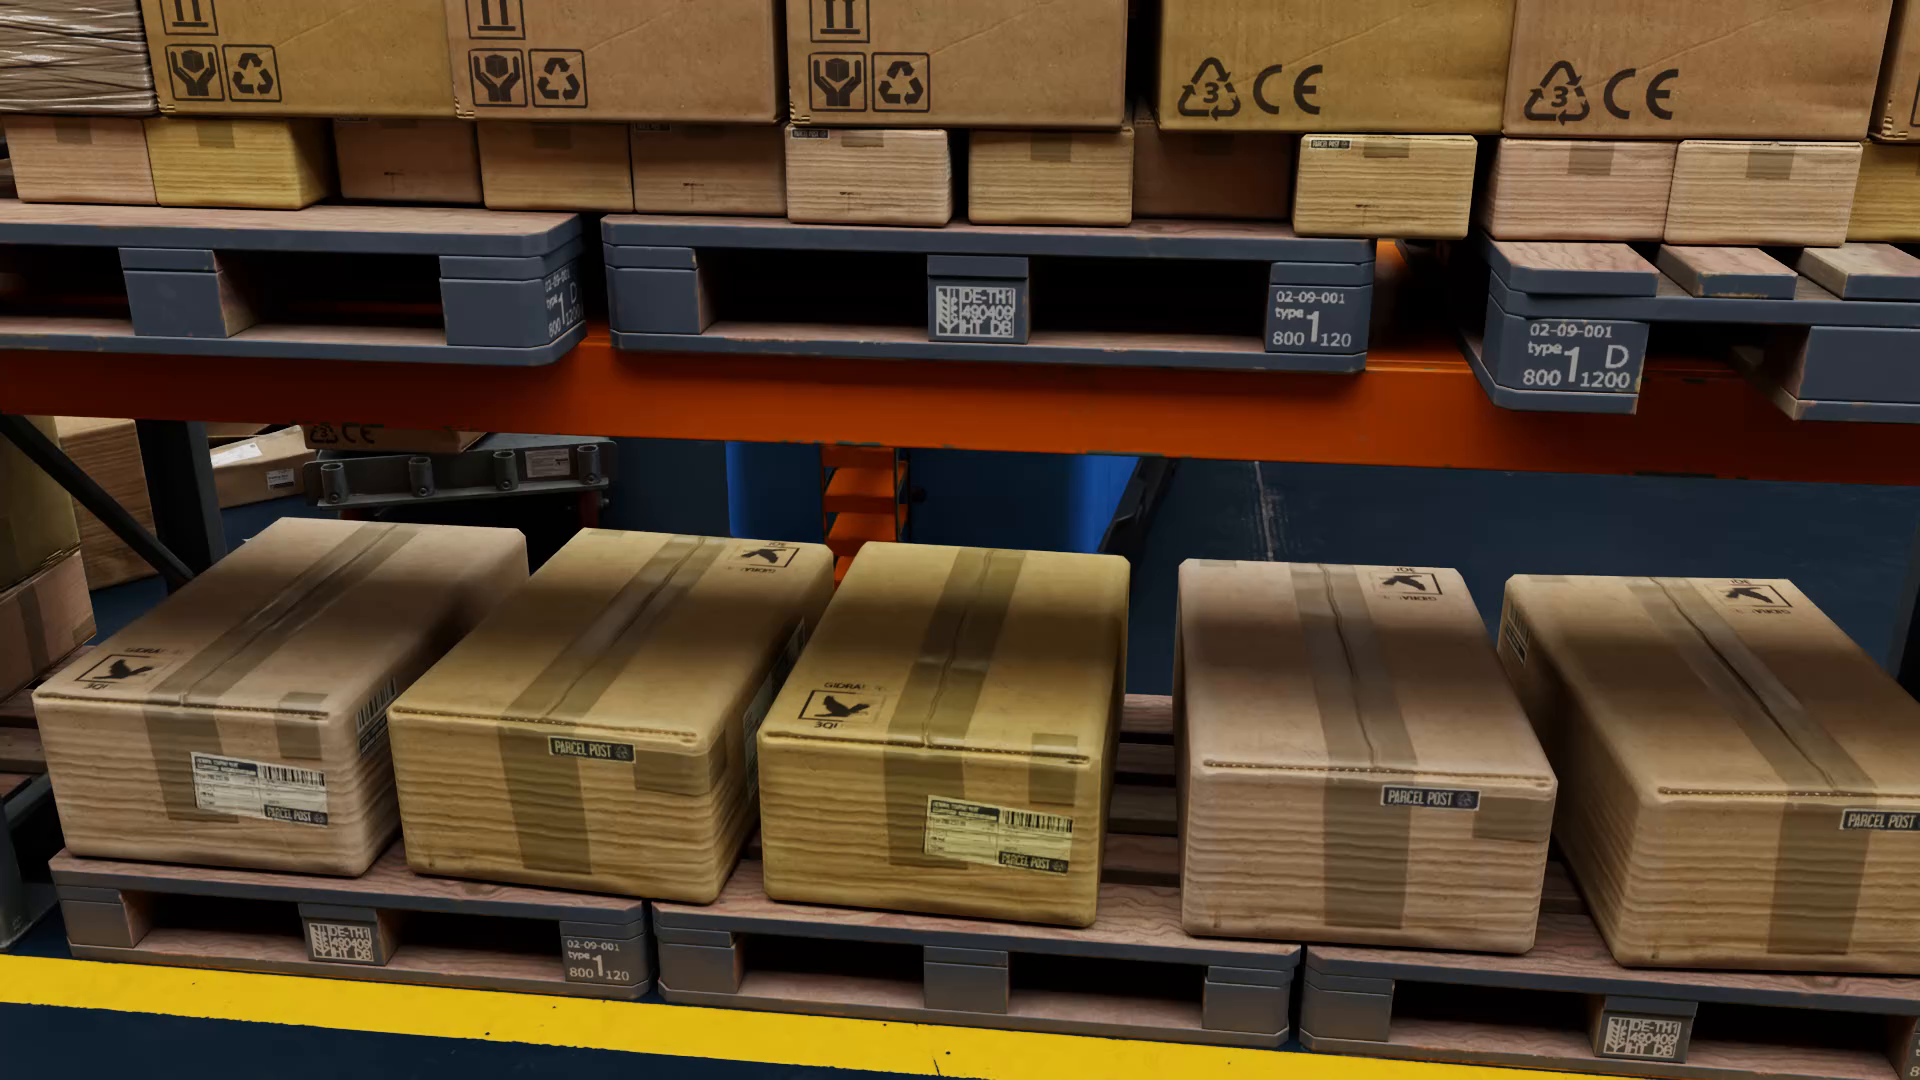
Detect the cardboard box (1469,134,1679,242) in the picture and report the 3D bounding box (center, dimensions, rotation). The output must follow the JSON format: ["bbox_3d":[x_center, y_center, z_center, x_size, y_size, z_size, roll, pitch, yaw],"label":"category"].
[{"bbox_3d":[0.922,-0.577,2.589,0.250,0.149,0.380,1,22,4],"label":"cardboard box"}]

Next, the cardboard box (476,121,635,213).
[{"bbox_3d":[-0.618,-0.664,2.810,0.250,0.149,0.380,3,22,7],"label":"cardboard box"}]

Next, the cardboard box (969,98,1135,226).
[{"bbox_3d":[0.153,-0.621,2.702,0.250,0.149,0.380,2,22,5],"label":"cardboard box"}]

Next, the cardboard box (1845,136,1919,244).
[{"bbox_3d":[1.427,-0.568,2.568,0.250,0.149,0.380,3,22,7],"label":"cardboard box"}]

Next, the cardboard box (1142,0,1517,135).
[{"bbox_3d":[0.554,-0.915,2.561,0.500,0.500,0.500,1,22,3],"label":"cardboard box"}]

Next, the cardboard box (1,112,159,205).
[{"bbox_3d":[-1.406,-0.689,2.873,0.250,0.149,0.380,3,22,7],"label":"cardboard box"}]

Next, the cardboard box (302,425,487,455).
[{"bbox_3d":[-1.738,-0.590,5.223,0.500,0.500,0.500,2,22,6],"label":"cardboard box"}]

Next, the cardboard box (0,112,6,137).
[{"bbox_3d":[-2.322,-1.055,3.488,0.500,0.500,0.500,2,22,6],"label":"cardboard box"}]

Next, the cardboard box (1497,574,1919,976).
[{"bbox_3d":[1.495,0.422,3.295,0.625,0.372,0.950,1,22,3],"label":"cardboard box"}]

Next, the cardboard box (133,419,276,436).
[{"bbox_3d":[-2.918,-0.636,6.179,0.503,0.637,0.797,2,22,6],"label":"cardboard box"}]

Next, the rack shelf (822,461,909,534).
[{"bbox_3d":[-0.234,-0.116,4.202,0.180,0.103,0.258,2,25,6],"label":"rack shelf"}]

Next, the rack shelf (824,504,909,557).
[{"bbox_3d":[-0.233,-0.007,4.253,0.180,0.103,0.258,2,25,6],"label":"rack shelf"}]

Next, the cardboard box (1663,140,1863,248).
[{"bbox_3d":[1.171,-0.563,2.554,0.250,0.149,0.380,2,22,6],"label":"cardboard box"}]

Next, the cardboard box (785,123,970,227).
[{"bbox_3d":[-0.115,-0.622,2.704,0.250,0.149,0.380,3,22,8],"label":"cardboard box"}]

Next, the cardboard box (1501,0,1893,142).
[{"bbox_3d":[1.056,-0.893,2.507,0.500,0.500,0.500,2,22,5],"label":"cardboard box"}]

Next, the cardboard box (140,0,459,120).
[{"bbox_3d":[-0.988,-0.983,2.735,0.500,0.500,0.500,3,22,6],"label":"cardboard box"}]

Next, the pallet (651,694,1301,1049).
[{"bbox_3d":[0.071,0.632,3.553,1.213,0.211,1.003,2,22,6],"label":"pallet"}]

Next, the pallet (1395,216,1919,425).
[{"bbox_3d":[1.334,-0.479,2.833,1.003,0.211,1.213,2,22,6],"label":"pallet"}]

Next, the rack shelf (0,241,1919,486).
[{"bbox_3d":[0.069,-0.328,3.169,4.000,0.370,1.077,2,22,6],"label":"rack shelf"}]

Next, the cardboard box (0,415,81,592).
[{"bbox_3d":[-2.472,-0.139,3.860,0.500,0.500,0.500,4,22,9],"label":"cardboard box"}]

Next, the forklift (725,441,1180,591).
[{"bbox_3d":[0.193,-1.560,5.398,1.130,2.935,3.031,5,22,13],"label":"forklift"}]

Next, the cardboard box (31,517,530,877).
[{"bbox_3d":[-1.396,0.299,3.607,0.625,0.372,0.950,3,22,7],"label":"cardboard box"}]

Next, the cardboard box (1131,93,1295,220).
[{"bbox_3d":[0.412,-0.640,2.750,0.250,0.149,0.380,3,22,7],"label":"cardboard box"}]

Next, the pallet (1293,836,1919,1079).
[{"bbox_3d":[1.279,0.686,3.418,1.213,0.211,1.003,2,22,6],"label":"pallet"}]

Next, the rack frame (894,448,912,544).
[{"bbox_3d":[-0.143,-0.153,4.174,0.006,1.200,0.240,2,25,6],"label":"rack frame"}]

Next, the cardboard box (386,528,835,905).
[{"bbox_3d":[-0.682,0.329,3.531,0.625,0.372,0.950,4,22,10],"label":"cardboard box"}]

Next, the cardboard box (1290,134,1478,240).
[{"bbox_3d":[0.647,-0.584,2.606,0.250,0.149,0.380,3,22,7],"label":"cardboard box"}]

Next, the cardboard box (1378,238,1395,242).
[{"bbox_3d":[1.943,-1.596,7.887,0.750,0.750,1.050,2,22,6],"label":"cardboard box"}]

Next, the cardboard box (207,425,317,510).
[{"bbox_3d":[-2.474,-0.297,5.830,0.396,0.266,0.258,-14,25,-31],"label":"cardboard box"}]

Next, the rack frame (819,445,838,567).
[{"bbox_3d":[-0.325,-0.160,4.193,0.006,1.200,0.240,2,25,6],"label":"rack frame"}]

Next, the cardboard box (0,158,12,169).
[{"bbox_3d":[-2.193,-0.763,3.633,0.250,0.149,0.380,2,22,6],"label":"cardboard box"}]

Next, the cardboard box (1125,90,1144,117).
[{"bbox_3d":[0.406,-0.789,3.127,0.250,0.149,0.380,3,22,8],"label":"cardboard box"}]

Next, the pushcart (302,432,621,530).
[{"bbox_3d":[-1.699,-0.365,5.849,0.936,0.377,1.648,-5,22,-12],"label":"pushcart"}]

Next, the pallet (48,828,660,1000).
[{"bbox_3d":[-1.144,0.580,3.685,1.213,0.211,1.003,2,22,6],"label":"pallet"}]

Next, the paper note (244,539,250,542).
[{"bbox_3d":[-2.243,-0.015,5.435,0.142,0.019,0.148,2,22,6],"label":"paper note"}]

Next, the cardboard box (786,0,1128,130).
[{"bbox_3d":[0.012,-0.939,2.622,0.500,0.500,0.500,2,22,4],"label":"cardboard box"}]

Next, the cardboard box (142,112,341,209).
[{"bbox_3d":[-1.159,-0.675,2.837,0.250,0.149,0.380,3,22,7],"label":"cardboard box"}]

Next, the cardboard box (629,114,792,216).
[{"bbox_3d":[-0.373,-0.653,2.781,0.250,0.149,0.380,3,22,7],"label":"cardboard box"}]

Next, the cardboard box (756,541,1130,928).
[{"bbox_3d":[0.009,0.358,3.457,0.625,0.372,0.950,3,22,8],"label":"cardboard box"}]

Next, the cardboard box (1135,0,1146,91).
[{"bbox_3d":[0.589,-1.101,3.033,0.500,0.500,0.500,3,22,7],"label":"cardboard box"}]

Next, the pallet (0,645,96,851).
[{"bbox_3d":[-2.589,0.531,3.809,1.213,0.211,1.003,2,22,6],"label":"pallet"}]

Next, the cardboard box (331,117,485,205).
[{"bbox_3d":[-0.869,-0.690,2.877,0.250,0.149,0.380,4,22,10],"label":"cardboard box"}]

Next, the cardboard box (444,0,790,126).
[{"bbox_3d":[-0.499,-0.957,2.668,0.500,0.500,0.500,2,22,6],"label":"cardboard box"}]

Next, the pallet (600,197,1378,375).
[{"bbox_3d":[0.084,-0.558,3.032,1.213,0.211,1.003,2,22,6],"label":"pallet"}]

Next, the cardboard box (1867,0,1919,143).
[{"bbox_3d":[1.570,-0.875,2.461,0.500,0.500,0.500,2,22,5],"label":"cardboard box"}]

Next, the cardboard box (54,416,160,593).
[{"bbox_3d":[-2.822,-0.131,5.089,0.500,0.500,0.500,-19,28,-40],"label":"cardboard box"}]

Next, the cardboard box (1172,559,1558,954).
[{"bbox_3d":[0.761,0.393,3.368,0.625,0.372,0.950,2,22,5],"label":"cardboard box"}]

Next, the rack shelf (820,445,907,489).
[{"bbox_3d":[-0.235,-0.225,4.152,0.180,0.103,0.258,2,25,6],"label":"rack shelf"}]

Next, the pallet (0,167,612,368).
[{"bbox_3d":[-1.176,-0.574,3.073,1.213,0.211,1.003,2,22,6],"label":"pallet"}]

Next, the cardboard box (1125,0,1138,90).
[{"bbox_3d":[0.093,-1.126,3.095,0.500,0.500,0.500,2,22,4],"label":"cardboard box"}]

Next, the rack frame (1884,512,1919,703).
[{"bbox_3d":[2.055,-0.576,2.818,0.127,3.000,1.000,2,22,6],"label":"rack frame"}]

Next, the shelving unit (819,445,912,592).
[{"bbox_3d":[-0.234,-0.156,4.184,0.189,1.200,0.258,2,25,6],"label":"shelving unit"}]

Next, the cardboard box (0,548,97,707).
[{"bbox_3d":[-2.472,0.210,3.998,0.500,0.250,0.500,2,22,4],"label":"cardboard box"}]

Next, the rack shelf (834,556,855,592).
[{"bbox_3d":[-0.232,0.102,4.303,0.180,0.103,0.258,2,25,6],"label":"rack shelf"}]

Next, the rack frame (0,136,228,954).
[{"bbox_3d":[-1.918,-0.750,3.256,0.127,3.000,1.000,2,22,6],"label":"rack frame"}]

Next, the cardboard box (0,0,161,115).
[{"bbox_3d":[-1.486,-1.005,2.789,0.500,0.500,0.500,3,22,8],"label":"cardboard box"}]
